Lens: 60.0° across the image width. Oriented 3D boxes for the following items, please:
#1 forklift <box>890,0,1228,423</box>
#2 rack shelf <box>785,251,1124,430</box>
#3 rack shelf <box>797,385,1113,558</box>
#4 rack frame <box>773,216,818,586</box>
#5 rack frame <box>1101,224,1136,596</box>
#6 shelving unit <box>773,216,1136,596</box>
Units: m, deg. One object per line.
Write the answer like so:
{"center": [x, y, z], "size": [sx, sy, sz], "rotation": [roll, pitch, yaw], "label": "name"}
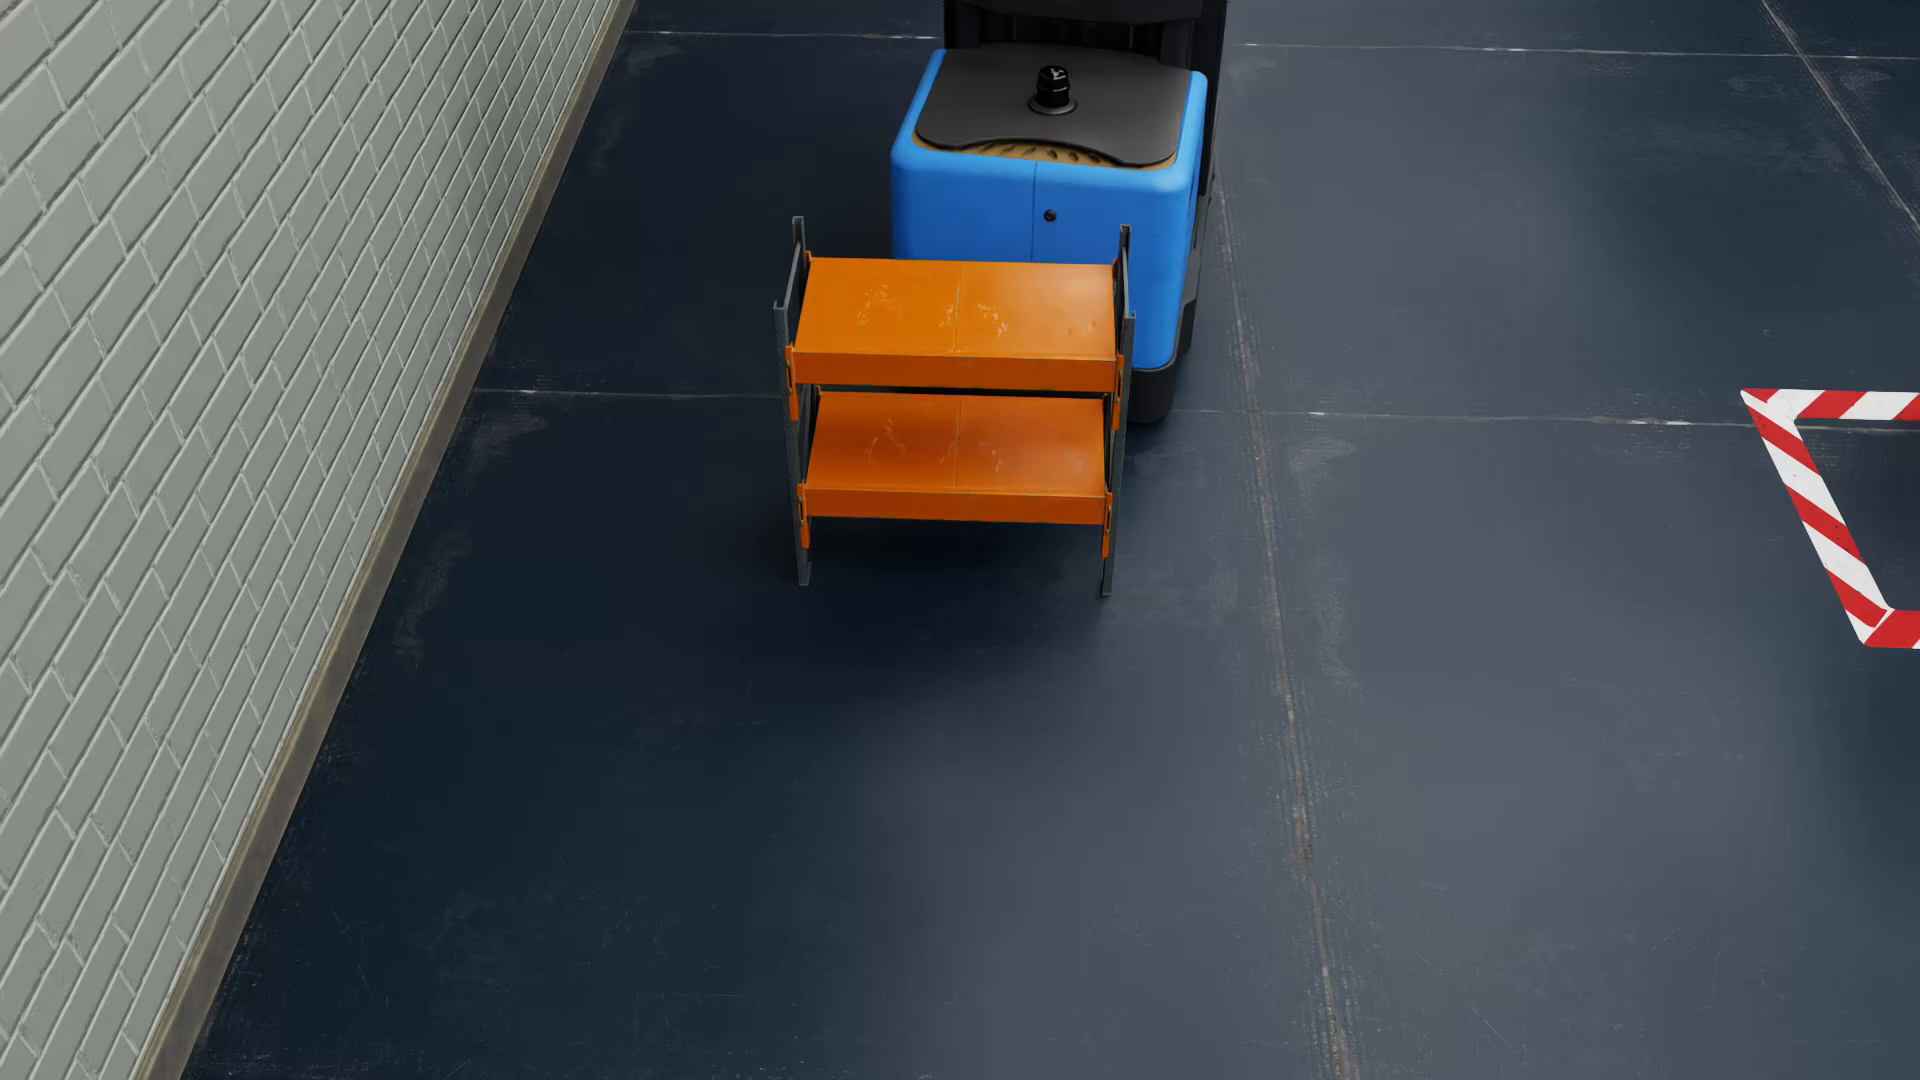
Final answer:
{"center": [0.526, -2.516, 6.300], "size": [1.130, 2.935, 3.031], "rotation": [7, 43, 8], "label": "forklift"}
{"center": [-0.007, -0.626, 5.167], "size": [1.000, 0.278, 0.538], "rotation": [2, 43, 2], "label": "rack shelf"}
{"center": [-0.007, -0.233, 5.533], "size": [1.000, 0.278, 0.538], "rotation": [2, 43, 2], "label": "rack shelf"}
{"center": [-0.515, -0.427, 5.384], "size": [0.032, 1.125, 0.500], "rotation": [2, 43, 2], "label": "rack frame"}
{"center": [0.501, -0.396, 5.350], "size": [0.032, 1.125, 0.500], "rotation": [2, 43, 2], "label": "rack frame"}
{"center": [-0.007, -0.412, 5.367], "size": [1.048, 1.125, 0.538], "rotation": [2, 43, 2], "label": "shelving unit"}
